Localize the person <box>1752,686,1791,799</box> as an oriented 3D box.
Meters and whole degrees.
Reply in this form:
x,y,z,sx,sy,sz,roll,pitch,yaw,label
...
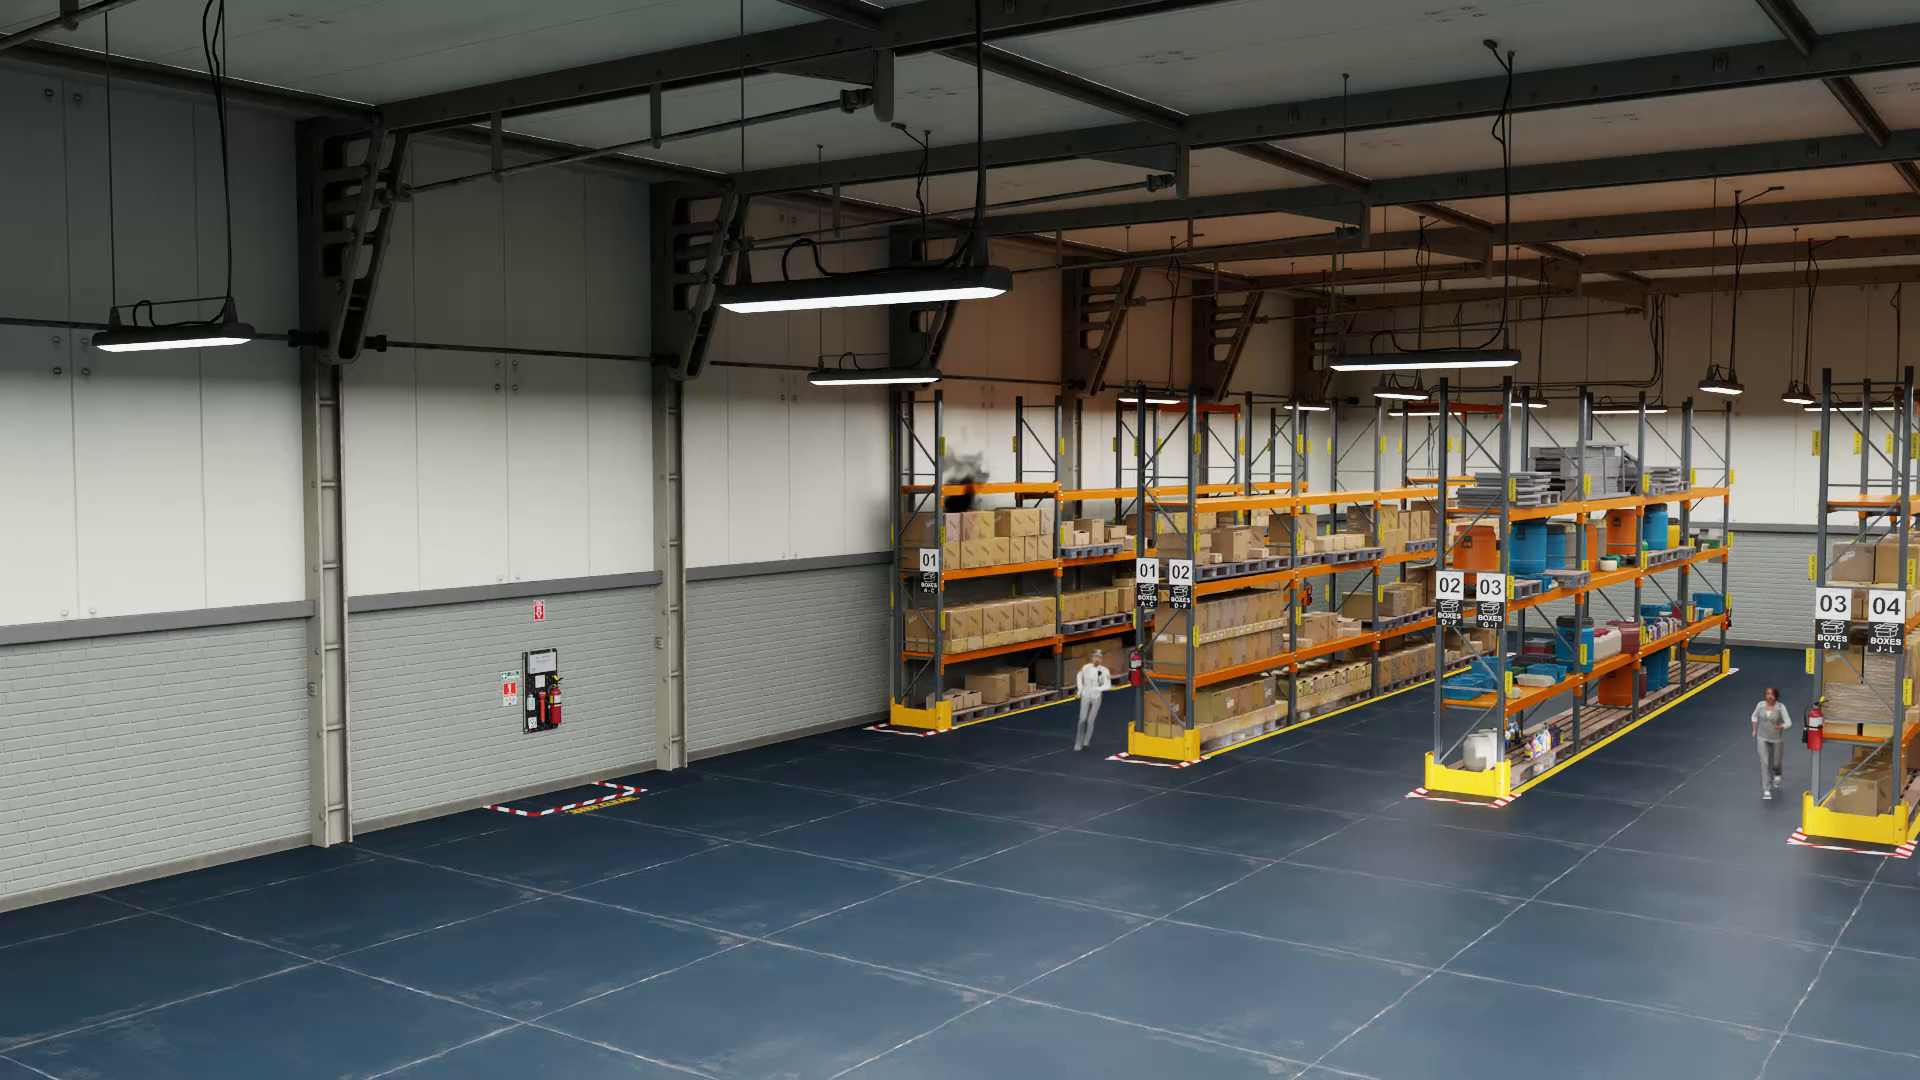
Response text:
x,y,z,sx,sy,sz,roll,pitch,yaw,label
11.570,2.864,23.732,0.538,1.575,0.804,2,4,33,person

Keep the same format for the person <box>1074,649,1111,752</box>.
x,y,z,sx,sy,sz,roll,pitch,yaw,label
2.195,2.638,27.442,0.604,1.713,0.646,0,3,8,person
